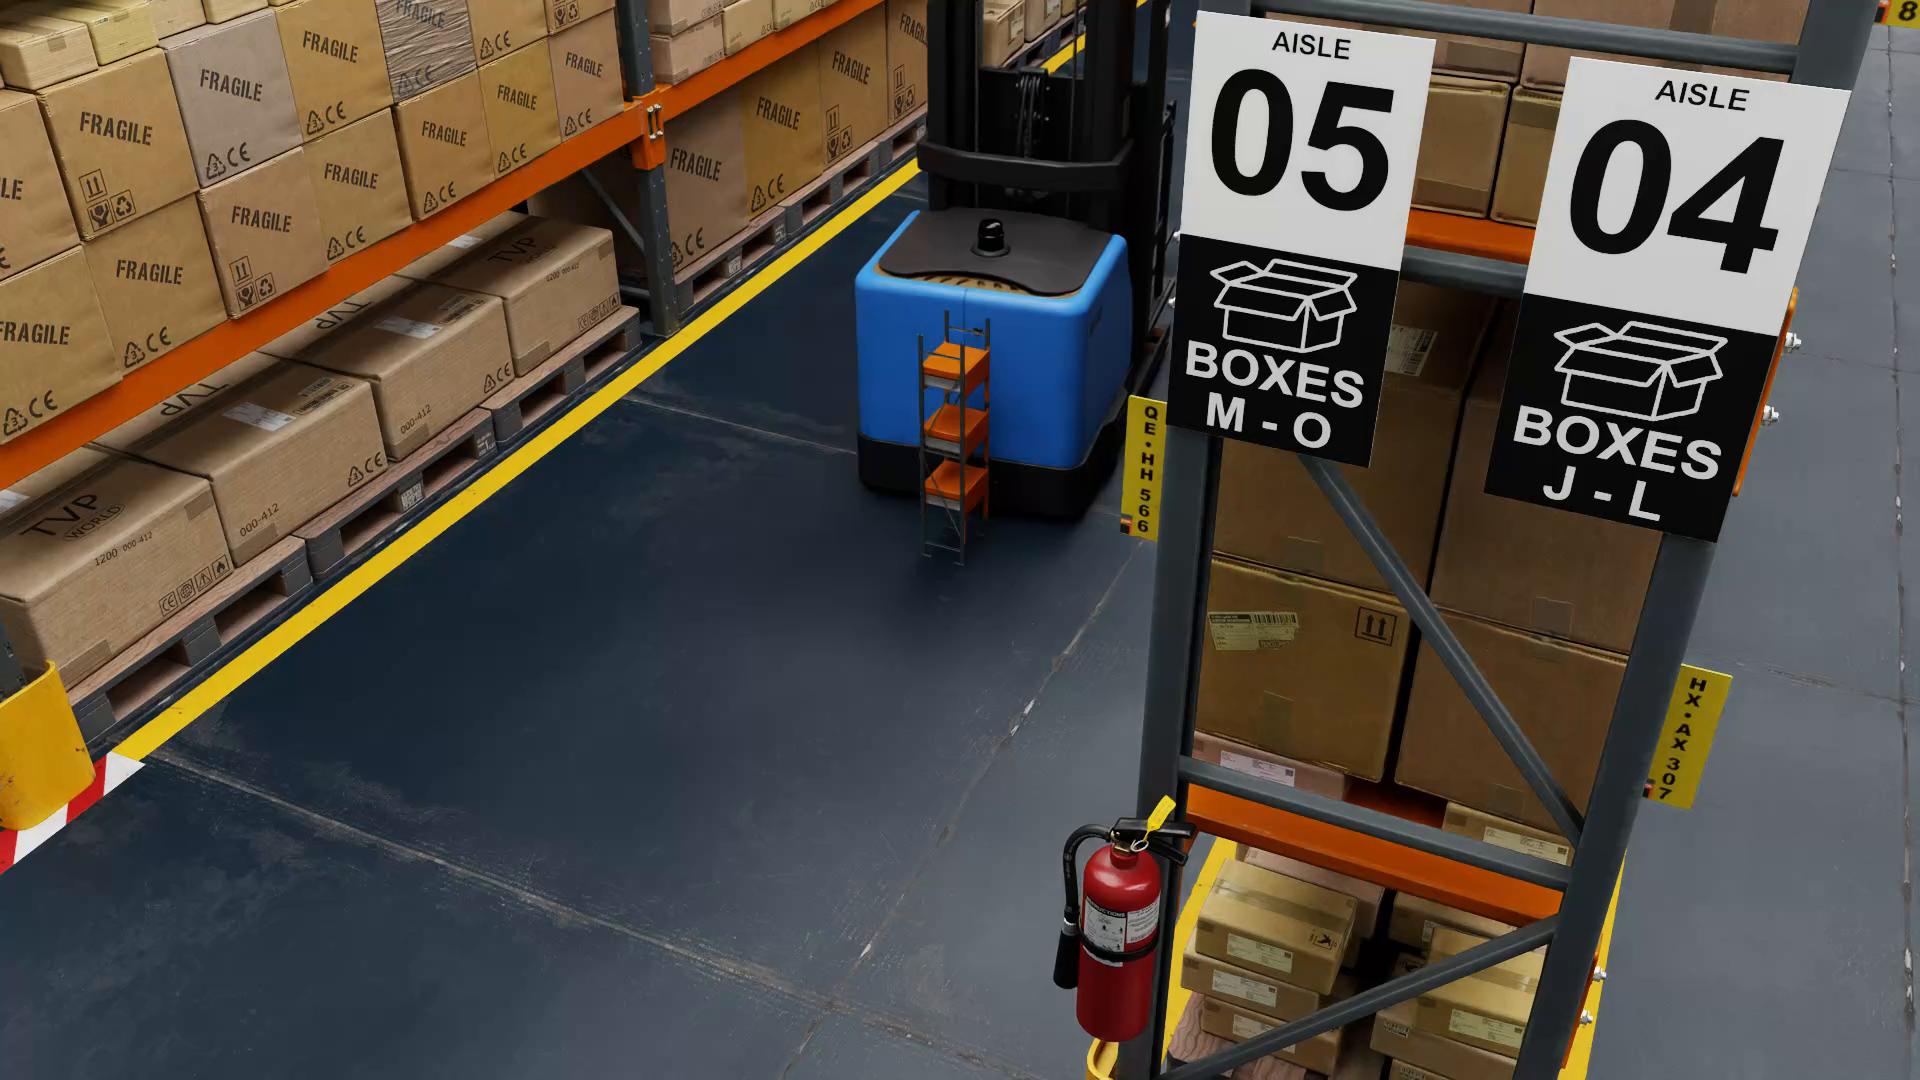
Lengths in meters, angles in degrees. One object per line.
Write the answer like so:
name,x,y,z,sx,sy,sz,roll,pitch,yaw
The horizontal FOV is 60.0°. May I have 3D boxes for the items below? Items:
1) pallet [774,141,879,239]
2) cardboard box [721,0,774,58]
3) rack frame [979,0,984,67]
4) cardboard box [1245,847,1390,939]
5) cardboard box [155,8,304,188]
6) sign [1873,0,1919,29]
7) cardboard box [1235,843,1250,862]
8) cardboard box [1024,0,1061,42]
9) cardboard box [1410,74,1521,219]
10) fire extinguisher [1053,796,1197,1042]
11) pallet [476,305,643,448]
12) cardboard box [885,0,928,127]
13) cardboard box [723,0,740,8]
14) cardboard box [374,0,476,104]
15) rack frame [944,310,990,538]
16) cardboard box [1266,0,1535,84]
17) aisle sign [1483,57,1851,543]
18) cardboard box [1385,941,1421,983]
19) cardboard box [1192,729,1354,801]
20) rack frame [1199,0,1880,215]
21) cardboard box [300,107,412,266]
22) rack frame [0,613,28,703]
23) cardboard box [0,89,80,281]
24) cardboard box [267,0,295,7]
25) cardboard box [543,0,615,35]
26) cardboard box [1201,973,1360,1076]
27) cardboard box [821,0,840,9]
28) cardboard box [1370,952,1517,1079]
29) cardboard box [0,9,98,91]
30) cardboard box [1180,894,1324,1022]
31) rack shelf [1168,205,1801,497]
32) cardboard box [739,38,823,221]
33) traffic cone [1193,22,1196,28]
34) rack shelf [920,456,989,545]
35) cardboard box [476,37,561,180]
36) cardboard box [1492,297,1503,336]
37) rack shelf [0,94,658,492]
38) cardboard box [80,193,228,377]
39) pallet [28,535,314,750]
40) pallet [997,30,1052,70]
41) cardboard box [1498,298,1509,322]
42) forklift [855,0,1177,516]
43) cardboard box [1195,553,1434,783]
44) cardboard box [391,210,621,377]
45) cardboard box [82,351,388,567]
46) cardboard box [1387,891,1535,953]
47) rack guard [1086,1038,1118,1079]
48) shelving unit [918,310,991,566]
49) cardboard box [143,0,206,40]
pallet,-1.224,-2.310,10.580,1.003,0.211,1.213,14,36,20
cardboard box,-1.348,-2.819,8.950,0.500,0.250,0.500,13,36,19
rack frame,-0.314,-4.457,11.312,1.000,3.000,0.127,14,36,20
cardboard box,1.026,0.947,4.745,0.380,0.149,0.250,15,36,21
cardboard box,-2.783,-1.623,5.987,0.500,0.500,0.500,14,36,20
sign,1.371,-0.883,2.328,0.100,0.325,0.005,14,36,20
cardboard box,1.055,0.917,5.061,0.380,0.149,0.250,13,35,19
cardboard box,0.233,-4.182,12.906,0.950,0.372,0.625,13,36,20
cardboard box,0.828,-0.866,3.237,0.500,0.250,0.500,13,36,19
fire extinguisher,0.353,0.821,3.674,0.296,0.674,0.183,14,36,20
pallet,-2.376,-0.938,8.488,1.003,0.211,1.213,14,36,20
cardboard box,-0.678,-3.419,11.283,0.875,0.875,0.875,14,36,20
cardboard box,-1.354,-3.032,8.819,0.500,0.250,0.500,15,36,21
cardboard box,-2.358,-2.120,6.744,0.500,0.500,0.500,15,36,21
rack frame,0.029,-0.473,7.014,0.200,1.050,0.008,14,36,20
cardboard box,0.839,-1.076,3.101,0.500,0.250,0.500,13,35,19
aisle sign,1.120,-0.369,2.707,0.394,0.787,0.004,14,36,20
cardboard box,1.423,1.293,4.760,0.380,0.149,0.250,14,36,20
cardboard box,0.757,0.491,3.995,0.380,0.149,0.250,14,36,21
rack frame,0.878,-1.896,1.935,1.000,3.000,0.127,14,36,20
cardboard box,-2.589,-1.448,6.632,0.500,0.500,0.500,15,36,22
rack frame,-3.661,-0.473,5.235,1.000,3.000,0.127,14,36,20
cardboard box,-3.201,-1.106,5.199,0.500,0.500,0.500,13,36,19
cardboard box,-2.574,-2.080,6.092,0.380,0.149,0.250,13,36,19
cardboard box,-1.934,-2.626,7.517,0.500,0.500,0.500,14,36,20
cardboard box,0.908,1.319,4.719,0.380,0.149,0.250,15,36,21
cardboard box,-0.902,-3.317,9.710,0.500,0.250,0.500,14,36,20
cardboard box,1.330,1.303,4.473,0.380,0.149,0.250,16,36,22
cardboard box,-3.003,-1.567,5.310,0.380,0.149,0.250,15,36,22
cardboard box,0.839,1.177,4.666,0.380,0.149,0.250,13,36,19
rack shelf,1.714,-1.337,4.474,1.077,0.370,4.000,14,36,20
cardboard box,-1.430,-2.531,9.929,0.875,0.875,0.875,15,36,22
traffic cone,2.113,-4.449,13.614,0.336,0.463,0.334,14,36,20
rack shelf,-0.022,-0.171,7.080,0.215,0.259,0.240,14,36,20
cardboard box,-2.159,-1.959,7.412,0.500,0.500,0.500,13,36,19
cardboard box,1.055,-0.509,4.016,0.500,0.500,0.500,13,35,19
rack shelf,-2.824,-1.168,6.952,1.077,0.370,4.000,14,36,20
cardboard box,-3.013,-0.946,5.866,0.500,0.500,0.500,14,36,20
pallet,-3.397,0.277,6.635,1.003,0.211,1.213,14,36,20
pallet,0.015,-3.680,12.669,1.003,0.211,1.213,14,36,20
cardboard box,1.512,-0.387,3.831,0.500,0.500,0.500,15,36,22
forklift,0.465,-2.131,7.827,1.130,2.935,3.031,10,34,14
cardboard box,0.832,0.164,3.902,0.500,0.500,0.500,15,36,21
cardboard box,-2.347,-1.281,8.421,0.875,0.438,0.875,14,36,20
cardboard box,-3.100,-0.386,7.057,0.875,0.438,0.875,15,36,22
cardboard box,1.411,1.033,4.614,0.380,0.149,0.250,15,36,21
rack guard,0.909,1.620,4.323,1.175,0.500,0.348,14,36,20
shelving unit,-0.022,-0.412,6.921,0.215,1.050,0.252,14,36,20
cardboard box,-2.847,-1.845,5.734,0.380,0.149,0.250,15,36,21
